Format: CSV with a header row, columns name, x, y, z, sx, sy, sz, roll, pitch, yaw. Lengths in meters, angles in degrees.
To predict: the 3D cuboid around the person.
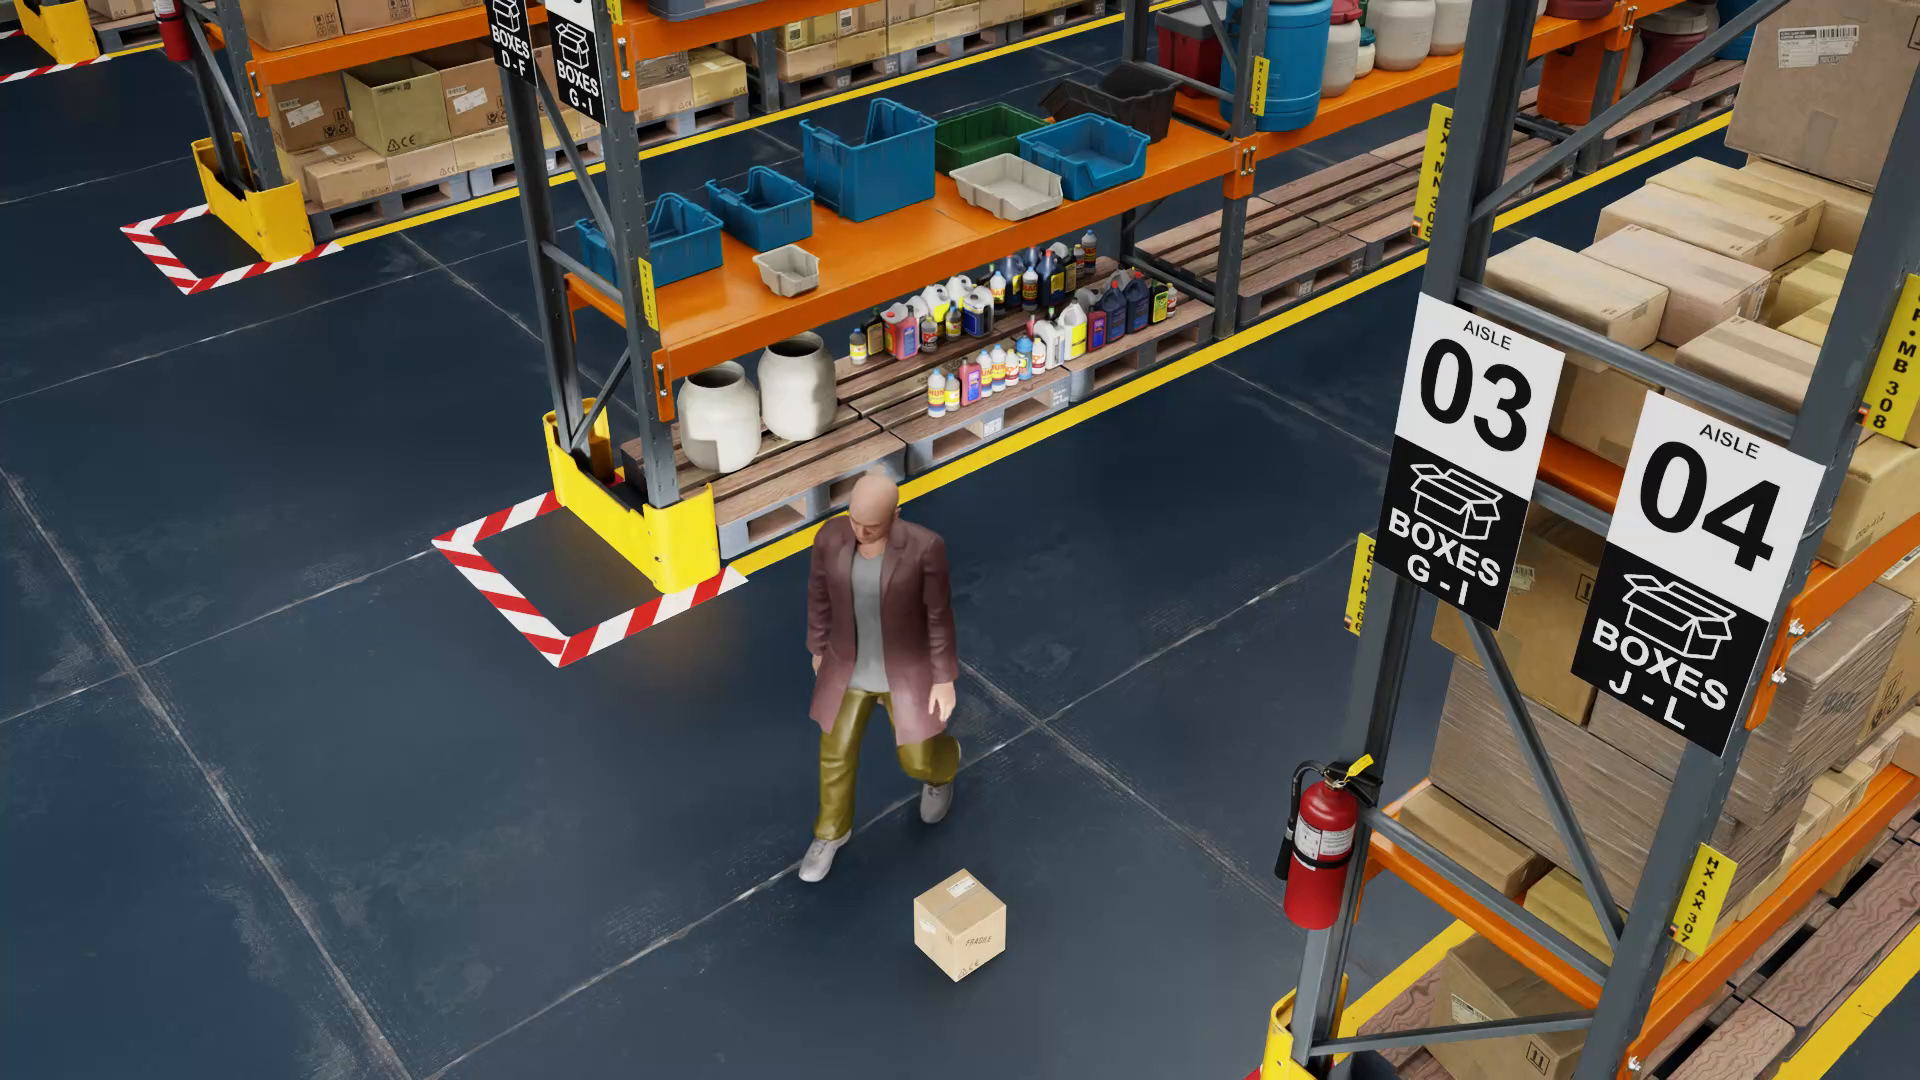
name,x,y,z,sx,sy,sz,roll,pitch,yaw
person,-0.311,0.491,6.387,0.640,1.762,0.761,8,36,12
